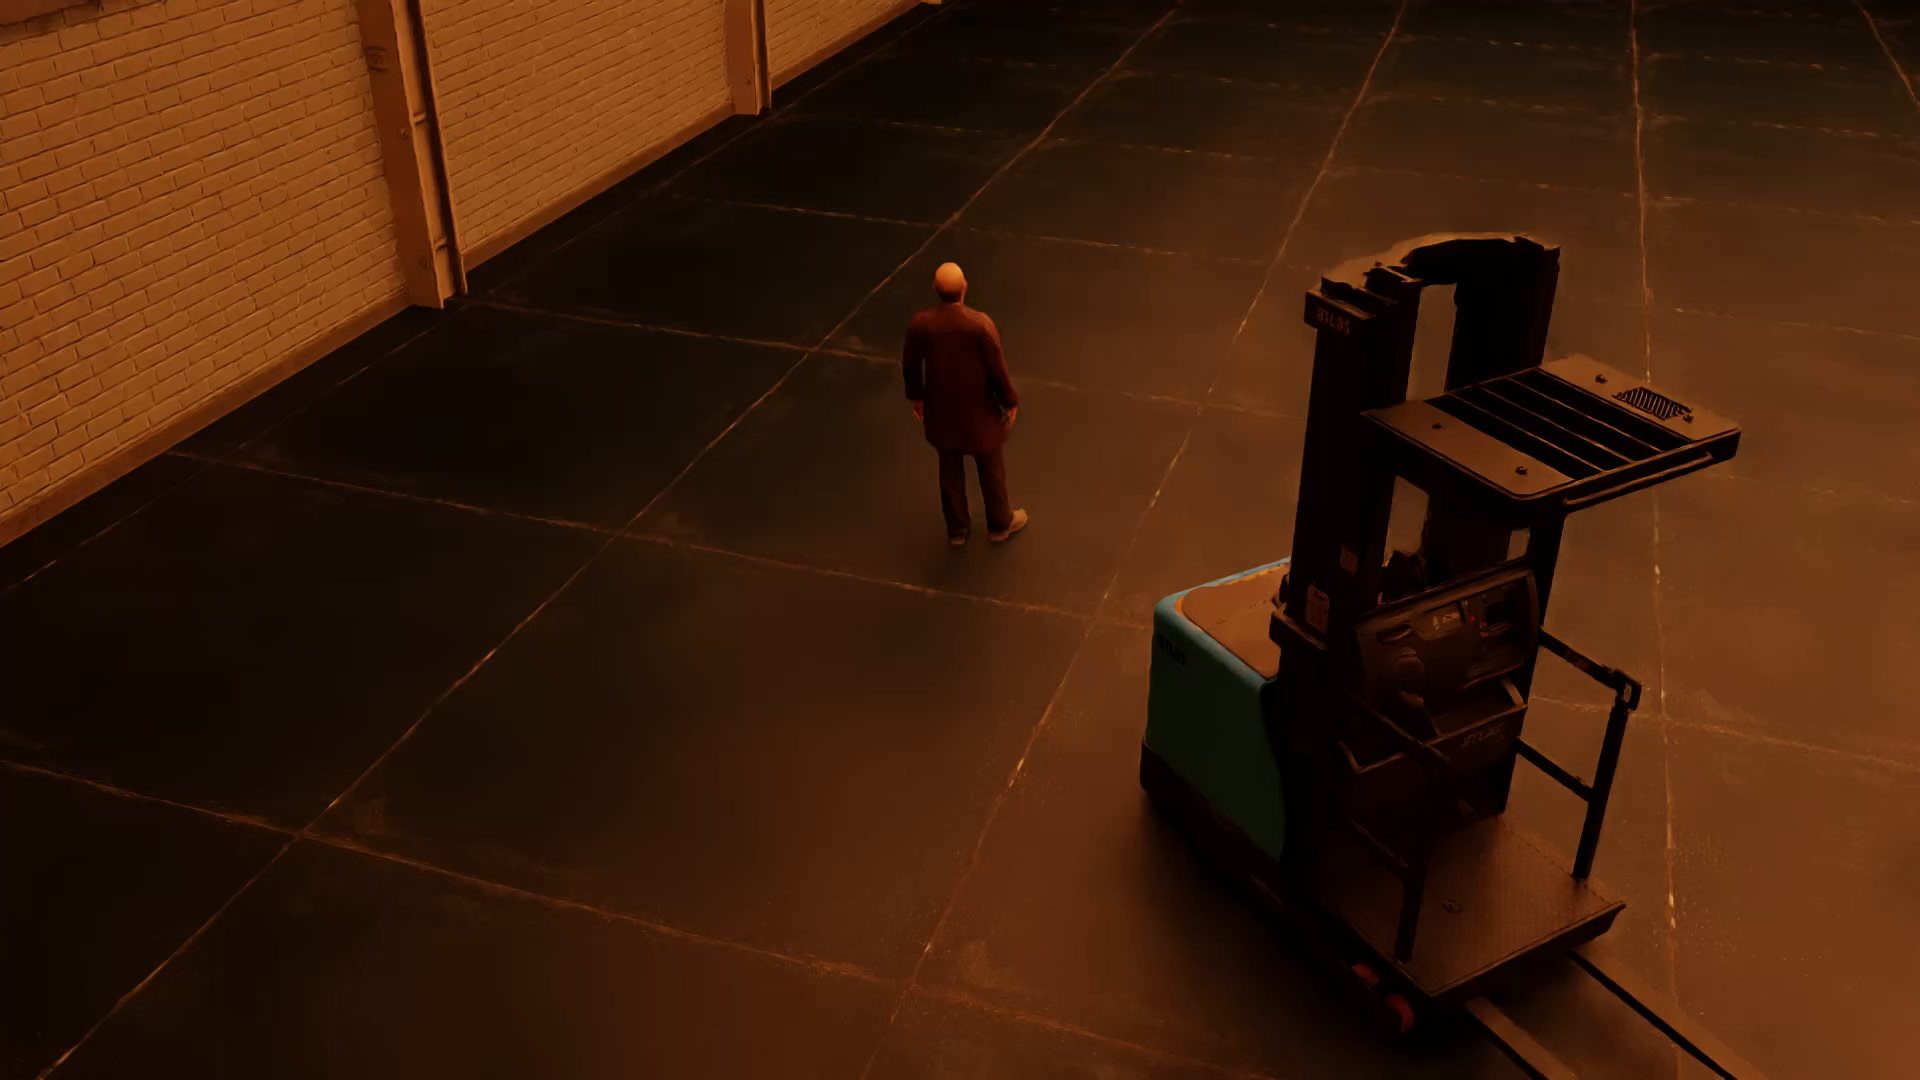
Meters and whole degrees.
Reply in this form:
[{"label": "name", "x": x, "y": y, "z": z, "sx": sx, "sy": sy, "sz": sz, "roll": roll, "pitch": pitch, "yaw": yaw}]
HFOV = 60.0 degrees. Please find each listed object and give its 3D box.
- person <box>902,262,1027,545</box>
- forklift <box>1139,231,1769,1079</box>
[{"label": "person", "x": 0.035, "y": -0.822, "z": 9.728, "sx": 0.694, "sy": 1.776, "sz": 0.575, "roll": 10, "pitch": 31, "yaw": 16}, {"label": "forklift", "x": 2.025, "y": 0.439, "z": 6.366, "sx": 1.130, "sy": 2.935, "sz": 3.031, "roll": -16, "pitch": 33, "yaw": -26}]
